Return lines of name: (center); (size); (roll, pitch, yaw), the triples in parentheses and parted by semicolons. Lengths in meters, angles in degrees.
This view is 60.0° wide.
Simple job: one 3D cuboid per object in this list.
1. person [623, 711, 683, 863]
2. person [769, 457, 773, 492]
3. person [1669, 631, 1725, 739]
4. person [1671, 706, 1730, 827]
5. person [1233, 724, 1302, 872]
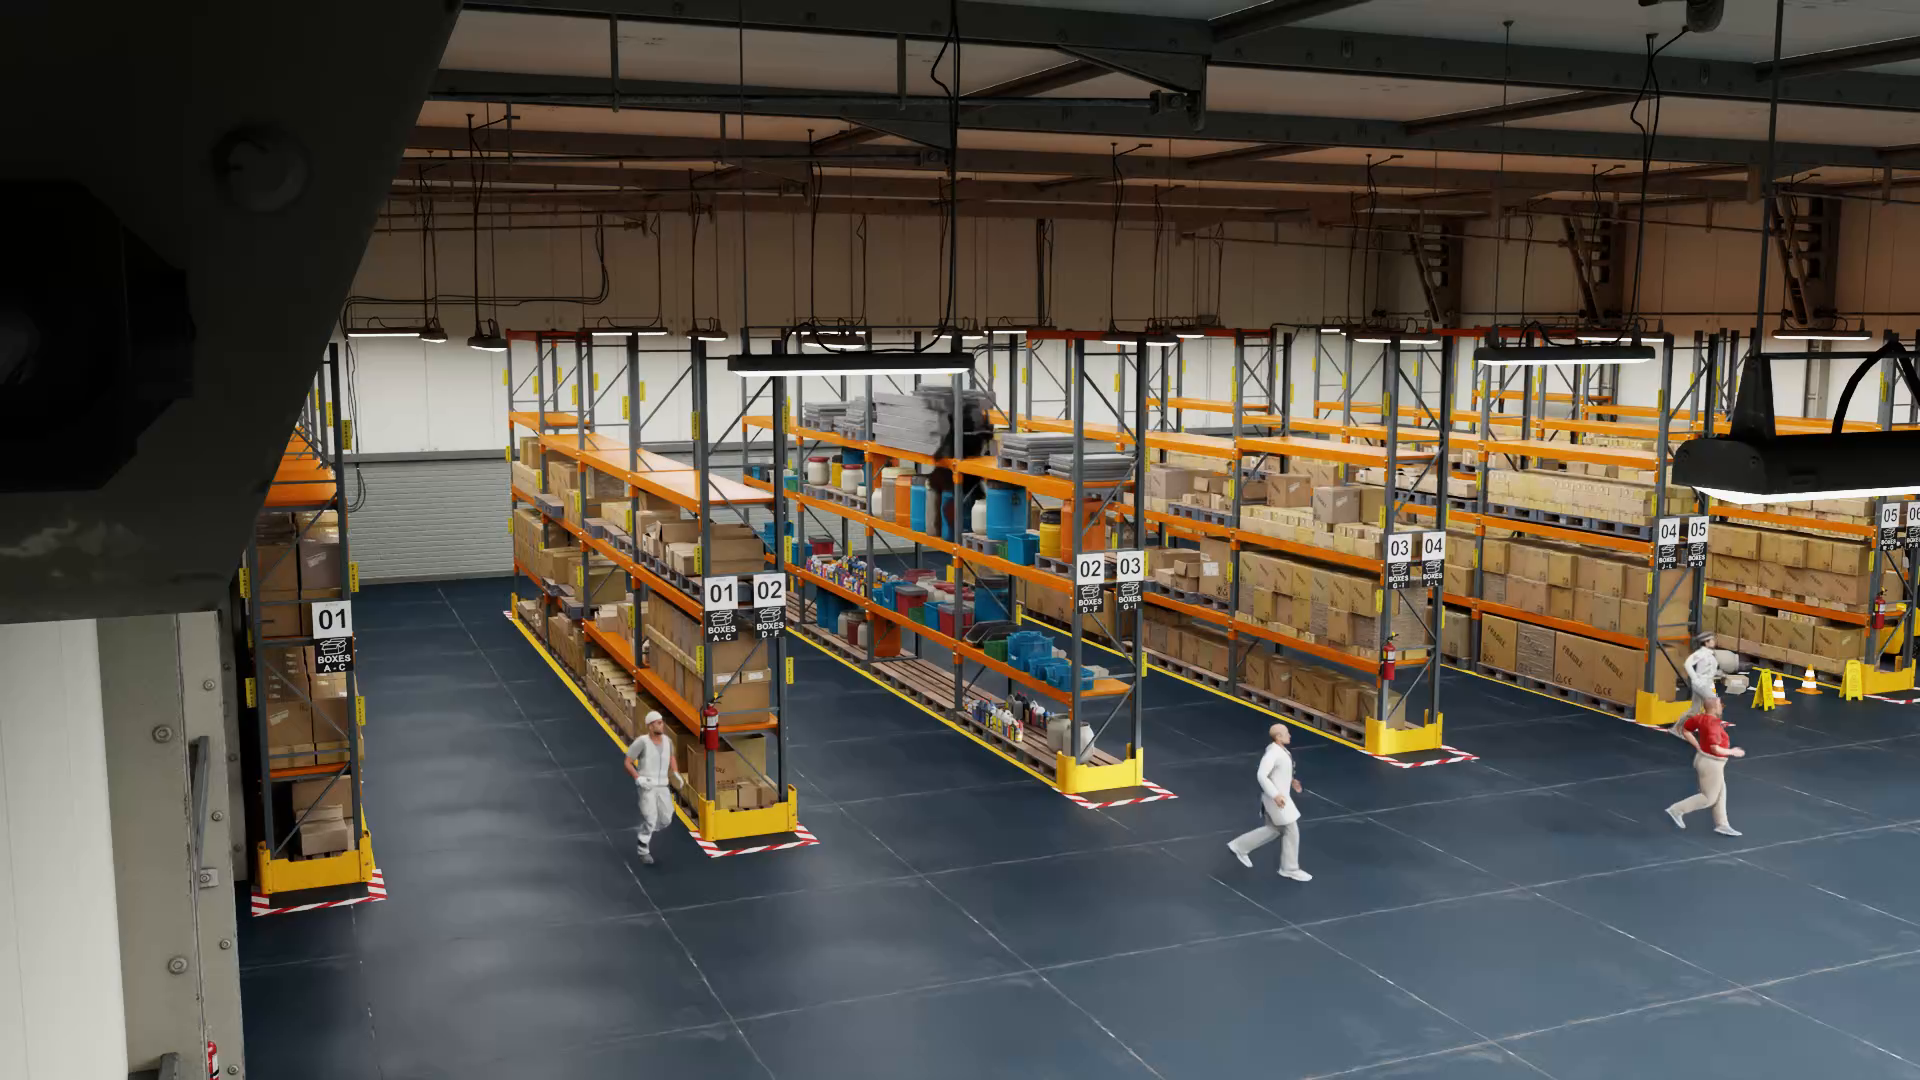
person: (-3.555, 2.857, 19.344); (0.541, 1.736, 0.729); (7, 11, 44)
person: (8.532, 0.843, 28.700); (30.321, 3.185, 1.714); (5, 9, 30)
person: (10.917, 2.197, 24.594); (0.706, 1.752, 0.615); (4, 9, 29)
person: (9.000, 2.738, 20.150); (0.740, 1.549, 0.637); (1, 8, 5)
person: (3.469, 2.882, 18.707); (0.754, 1.677, 0.722); (1, 8, 8)
